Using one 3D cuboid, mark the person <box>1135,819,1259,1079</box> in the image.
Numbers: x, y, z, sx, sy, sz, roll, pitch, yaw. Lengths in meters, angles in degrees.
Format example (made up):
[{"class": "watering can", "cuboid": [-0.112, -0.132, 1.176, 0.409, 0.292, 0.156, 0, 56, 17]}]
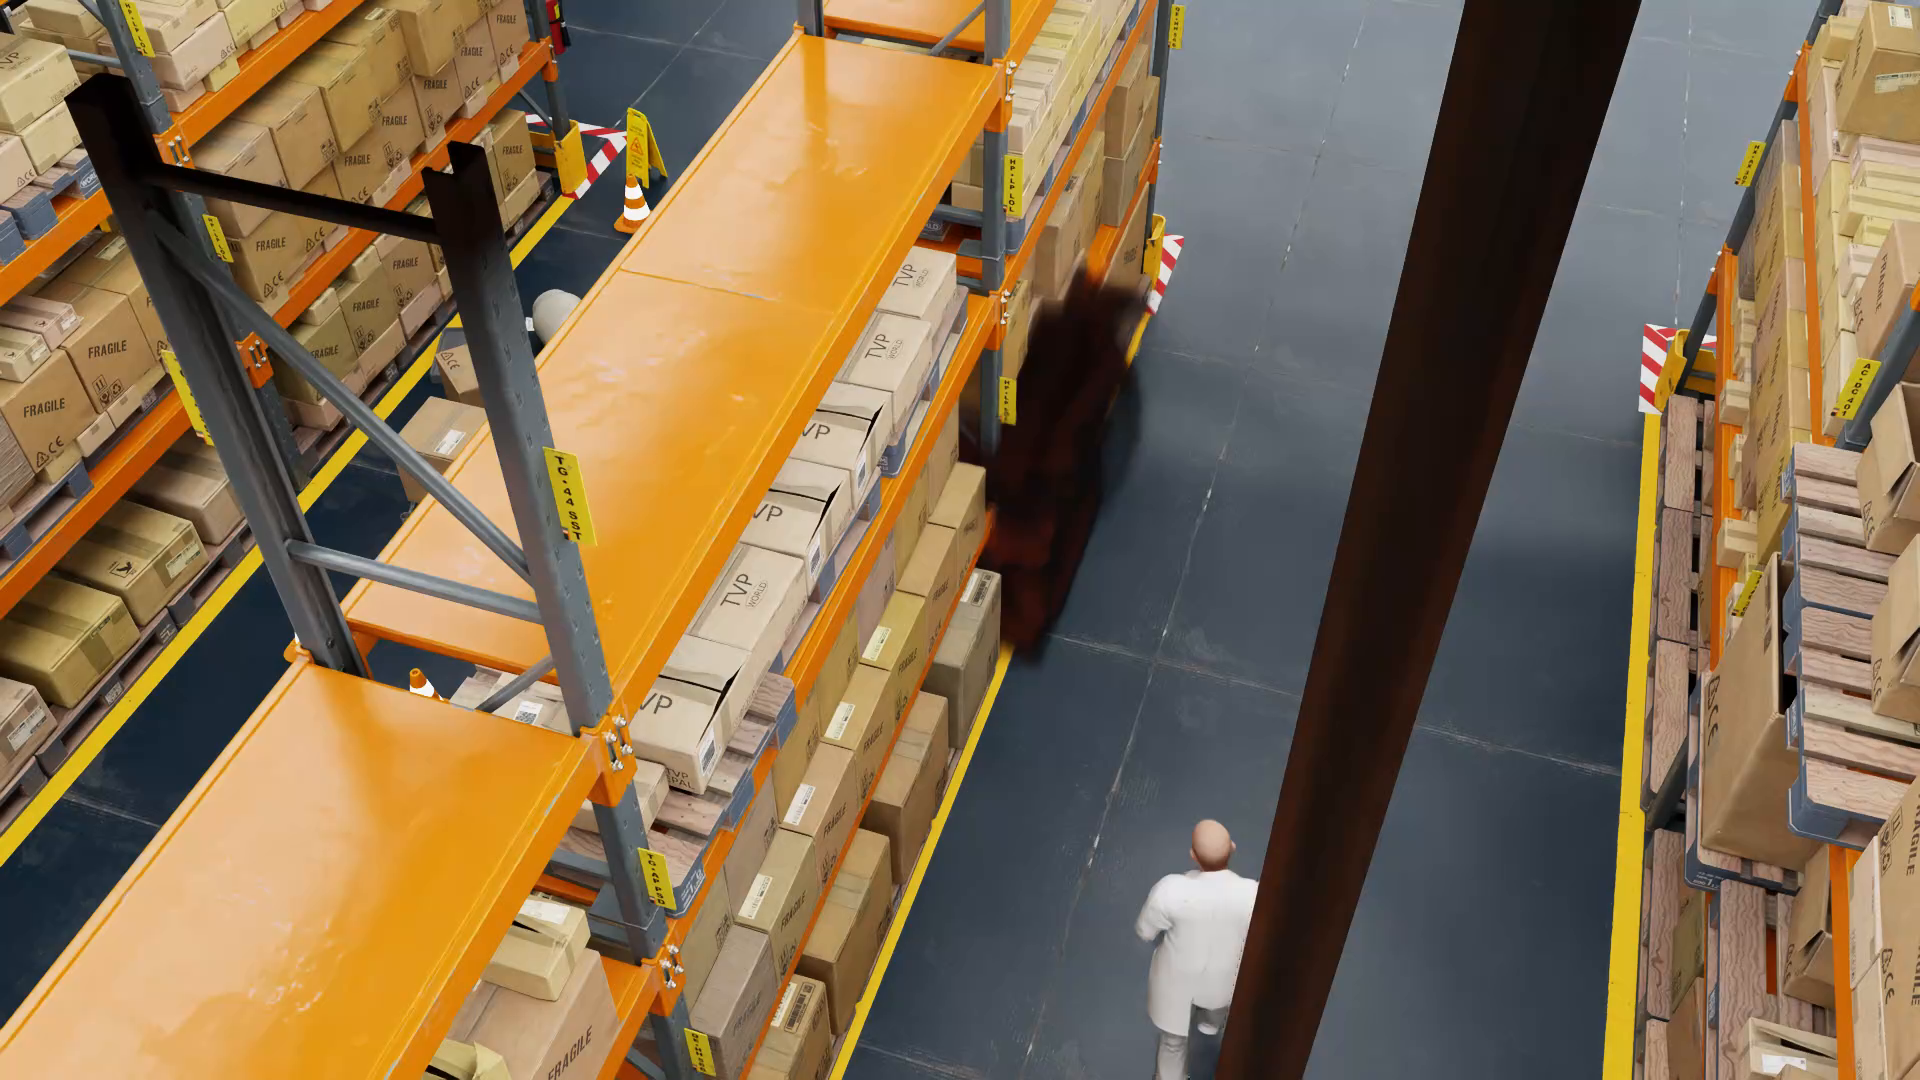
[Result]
[{"class": "person", "cuboid": [1.138, 2.011, 7.646, 0.724, 1.798, 0.929, 12, 47, 12]}]
